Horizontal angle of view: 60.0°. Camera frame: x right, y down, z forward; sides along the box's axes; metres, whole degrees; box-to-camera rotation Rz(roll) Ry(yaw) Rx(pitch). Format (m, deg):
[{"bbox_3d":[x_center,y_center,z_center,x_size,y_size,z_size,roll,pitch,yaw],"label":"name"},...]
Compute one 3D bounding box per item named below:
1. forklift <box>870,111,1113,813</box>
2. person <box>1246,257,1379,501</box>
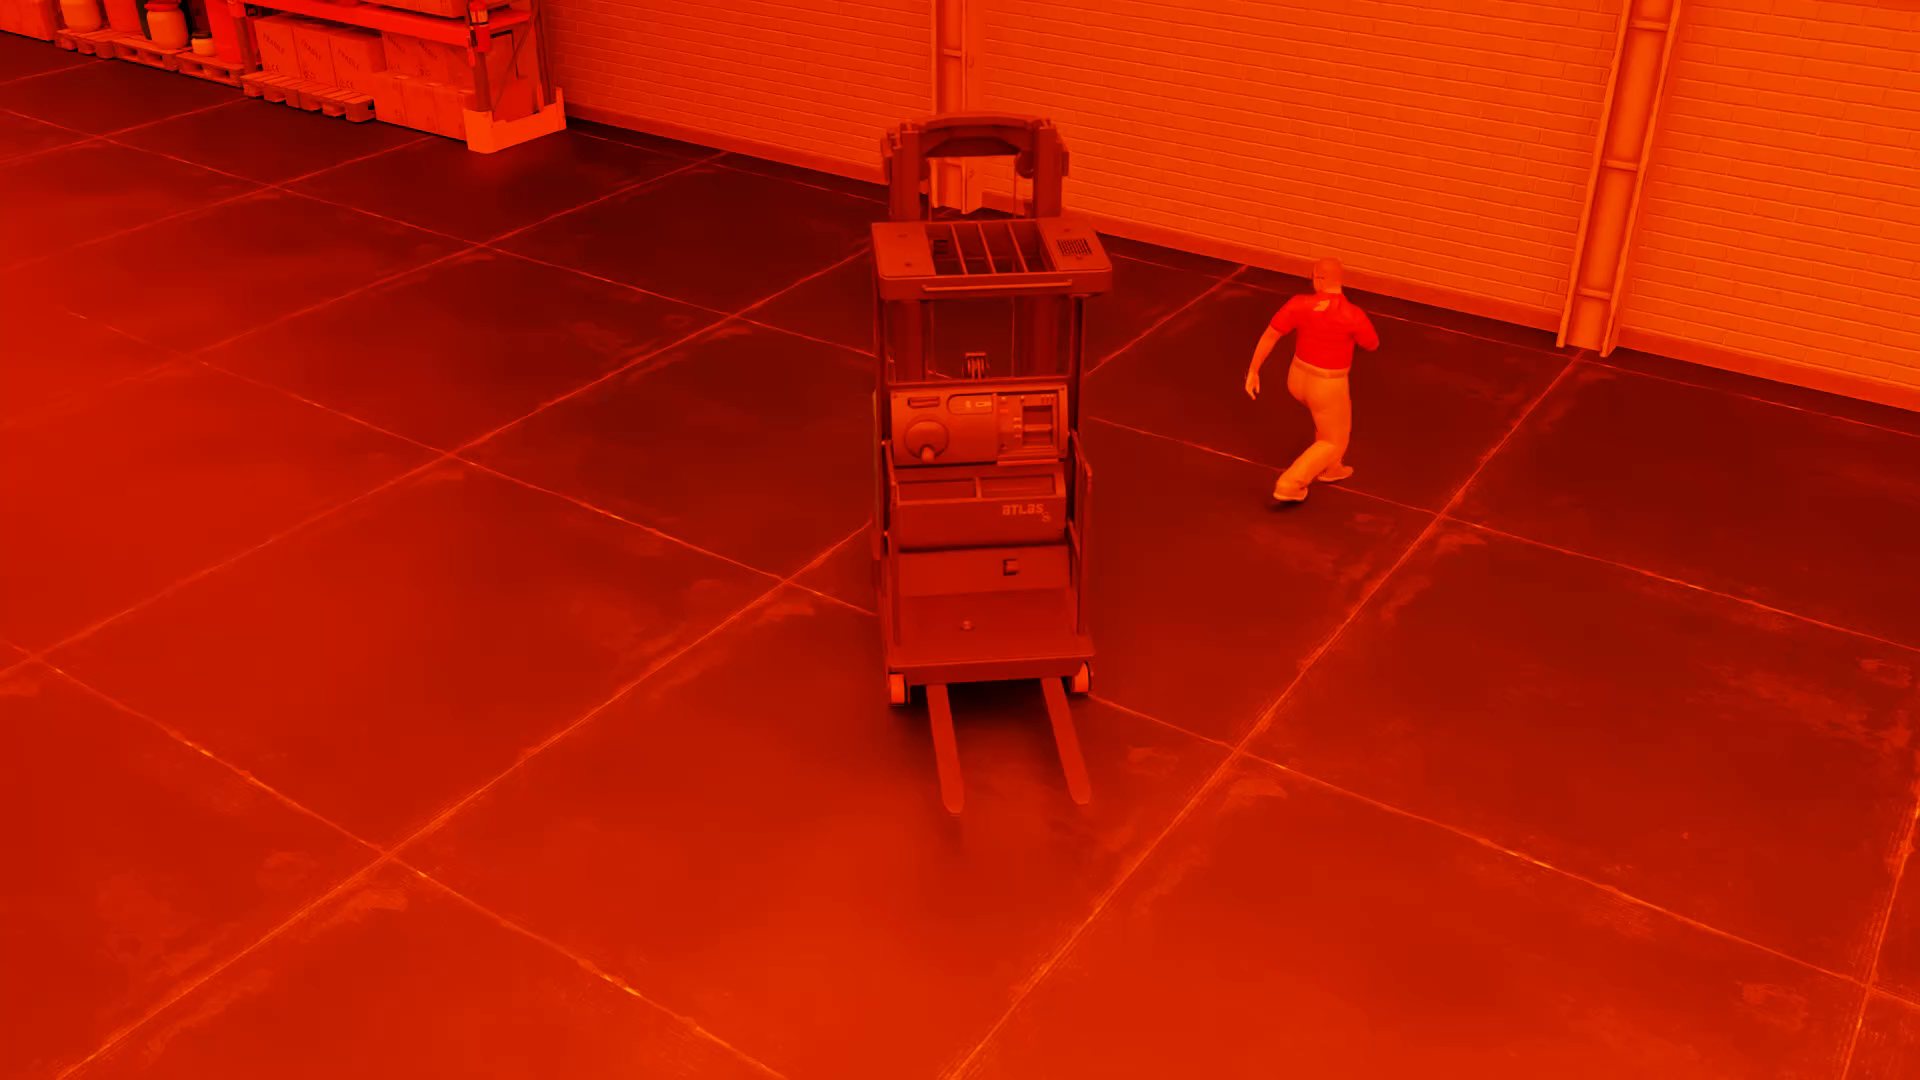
[{"bbox_3d":[0.128,-0.562,8.550,1.130,2.935,3.031,-3,30,-5],"label":"forklift"},{"bbox_3d":[2.317,-1.023,10.670,0.925,1.652,0.567,-23,37,-34],"label":"person"}]
